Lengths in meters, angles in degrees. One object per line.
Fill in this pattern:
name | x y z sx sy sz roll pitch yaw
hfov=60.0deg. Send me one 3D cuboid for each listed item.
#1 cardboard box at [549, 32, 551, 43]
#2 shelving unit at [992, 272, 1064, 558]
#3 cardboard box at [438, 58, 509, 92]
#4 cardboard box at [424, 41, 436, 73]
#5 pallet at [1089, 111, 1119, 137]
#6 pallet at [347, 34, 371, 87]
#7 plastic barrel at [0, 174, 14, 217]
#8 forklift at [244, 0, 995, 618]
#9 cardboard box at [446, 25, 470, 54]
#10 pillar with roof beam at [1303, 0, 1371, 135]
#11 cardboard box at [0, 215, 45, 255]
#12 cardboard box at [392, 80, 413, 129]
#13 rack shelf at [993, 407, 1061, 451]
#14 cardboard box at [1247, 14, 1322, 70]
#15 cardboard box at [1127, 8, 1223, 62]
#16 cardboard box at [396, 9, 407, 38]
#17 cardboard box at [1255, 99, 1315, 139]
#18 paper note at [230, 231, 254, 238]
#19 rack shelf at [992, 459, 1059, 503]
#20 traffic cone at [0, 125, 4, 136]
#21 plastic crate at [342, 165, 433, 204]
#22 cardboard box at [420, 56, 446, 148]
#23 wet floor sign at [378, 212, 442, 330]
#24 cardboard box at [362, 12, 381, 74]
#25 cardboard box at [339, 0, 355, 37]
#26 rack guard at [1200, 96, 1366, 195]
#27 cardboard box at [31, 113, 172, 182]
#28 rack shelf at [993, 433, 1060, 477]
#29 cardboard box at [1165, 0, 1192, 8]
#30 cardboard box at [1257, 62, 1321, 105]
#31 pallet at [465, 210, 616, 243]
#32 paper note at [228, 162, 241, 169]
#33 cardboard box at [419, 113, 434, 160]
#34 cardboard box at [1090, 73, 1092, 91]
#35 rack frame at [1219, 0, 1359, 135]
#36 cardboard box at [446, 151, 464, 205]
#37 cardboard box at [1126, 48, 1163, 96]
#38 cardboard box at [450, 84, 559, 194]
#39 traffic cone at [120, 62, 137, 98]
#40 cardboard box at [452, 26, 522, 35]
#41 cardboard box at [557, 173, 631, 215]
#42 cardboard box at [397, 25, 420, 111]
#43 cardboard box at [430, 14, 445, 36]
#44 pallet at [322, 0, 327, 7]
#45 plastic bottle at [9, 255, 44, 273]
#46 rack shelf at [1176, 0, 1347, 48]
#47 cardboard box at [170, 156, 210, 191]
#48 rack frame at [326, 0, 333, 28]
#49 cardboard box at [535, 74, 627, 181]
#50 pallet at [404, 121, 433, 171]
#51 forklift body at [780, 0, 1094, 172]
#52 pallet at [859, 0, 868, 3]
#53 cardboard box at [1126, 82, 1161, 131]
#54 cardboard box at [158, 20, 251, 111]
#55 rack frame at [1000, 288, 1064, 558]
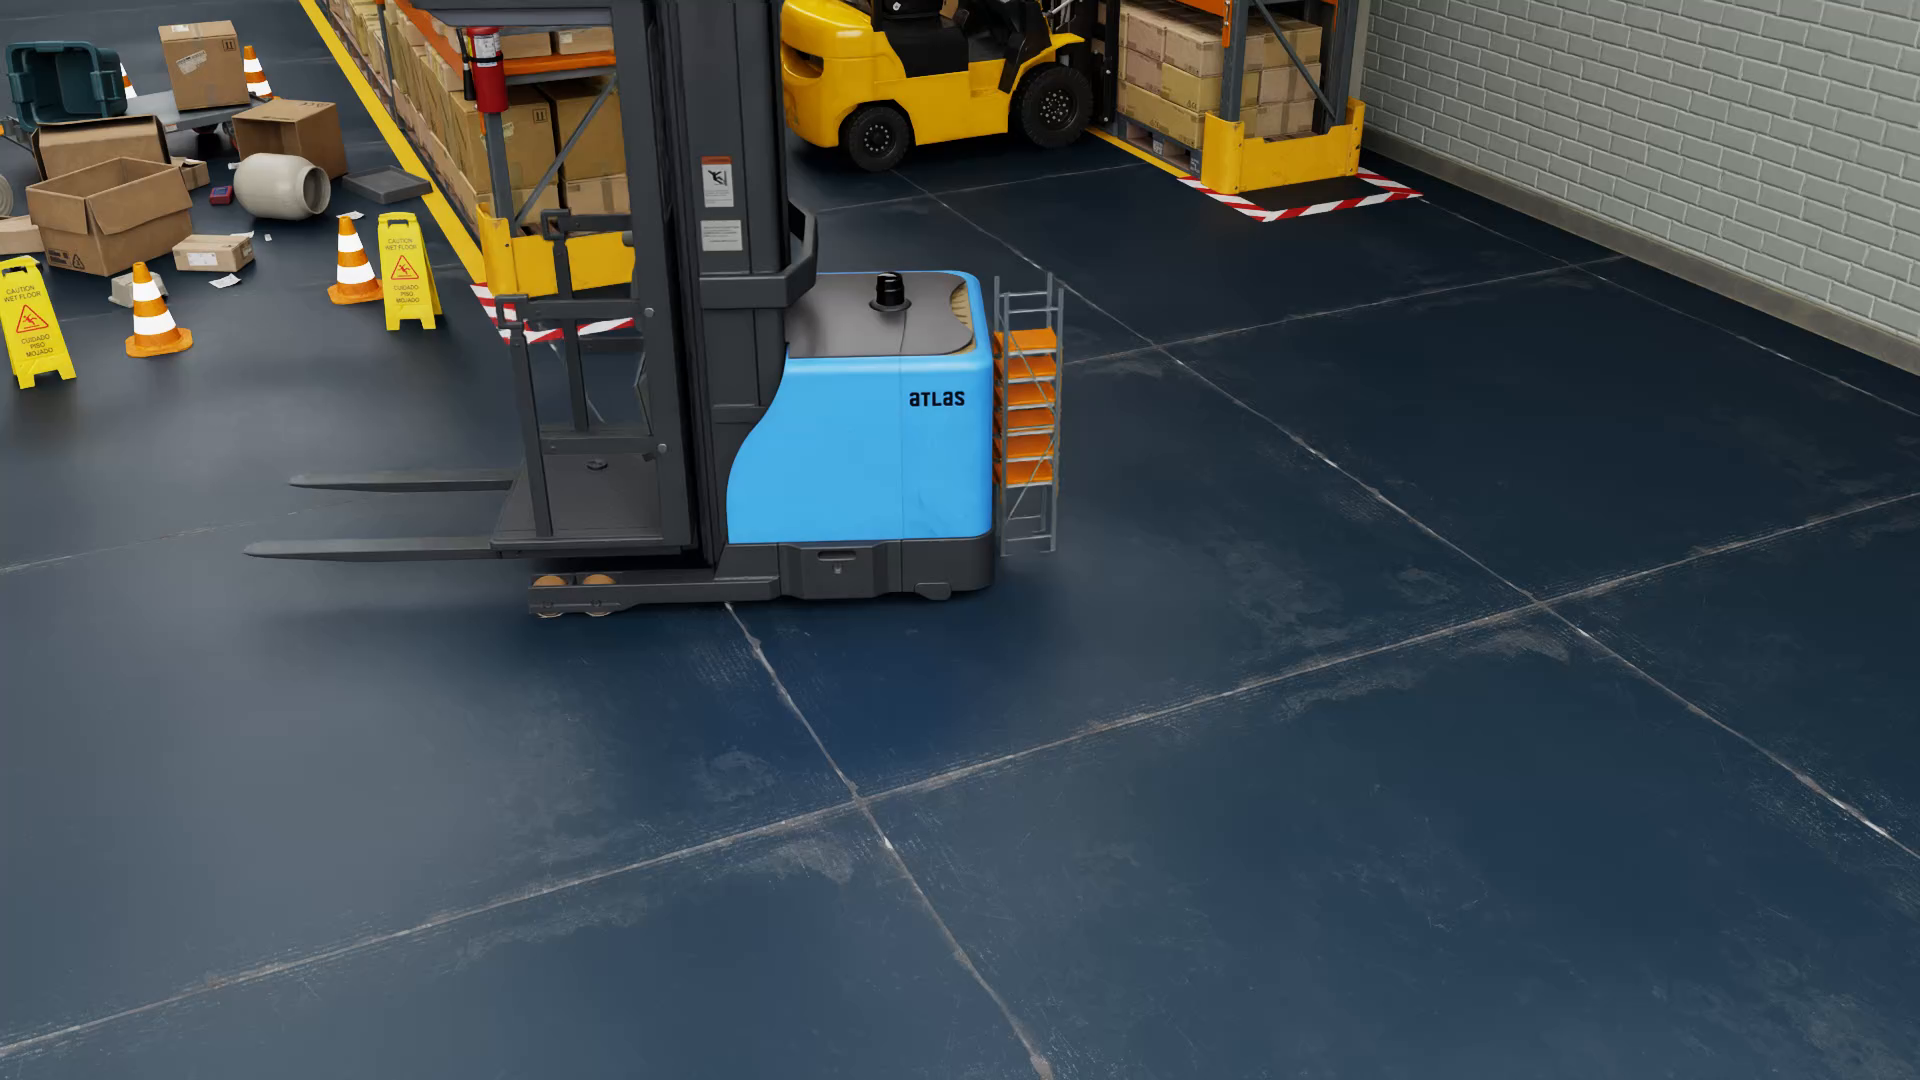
cardboard box | -2.294 -3.049 9.877 0.380 0.149 0.250 -13 32 -21
shelving unit | 0.274 -0.505 6.923 0.258 1.200 0.189 -5 30 -10
cardboard box | -3.012 -2.897 10.302 0.380 0.149 0.250 -12 31 -21
cardboard box | -3.228 -3.126 10.709 0.380 0.149 0.250 -12 31 -20
pallet | 1.382 -3.551 13.367 1.003 0.211 1.213 -13 32 -22
pallet | -4.794 -4.290 14.685 1.003 0.211 1.213 -13 32 -22
plastic barrel | -6.486 -2.236 10.805 0.512 0.421 0.421 7 30 13
forklift | -1.394 -1.232 6.449 3.031 2.935 1.130 -1 29 -3
cardboard box | -2.777 -2.955 9.711 0.380 0.149 0.250 -13 32 -23
pillar with roof beam | -1.105 -6.110 8.945 9.100 9.000 0.400 -13 32 -22
cardboard box | -5.957 -1.974 10.499 0.396 0.266 0.258 -8 30 -13
cardboard box | -3.922 -3.290 12.432 0.500 0.250 0.500 -15 32 -24
rack shelf | 0.274 -0.466 6.945 0.258 0.103 0.180 -5 30 -10
cardboard box | 2.232 -3.572 11.913 0.500 0.250 0.500 -14 32 -23
cardboard box | 1.564 -3.682 12.109 0.500 0.250 0.500 -12 32 -21
cardboard box | -3.700 -3.605 11.564 0.380 0.149 0.250 -12 31 -20
cardboard box | 2.233 -3.142 12.168 0.500 0.250 0.500 -13 32 -22
paper note | -4.647 -1.962 10.730 0.148 0.019 0.142 -3 29 -5
rack shelf | 0.274 -0.256 7.062 0.258 0.103 0.180 -5 30 -10
traffic cone | -7.570 -3.342 12.737 0.336 0.463 0.334 -13 32 -22
plastic crate | -3.998 -2.484 11.598 0.583 0.080 0.402 26 38 38
cardboard box | -3.231 -2.920 11.006 0.500 0.500 0.500 -14 32 -23
wet floor sign | -3.099 -1.521 9.302 0.267 0.644 0.232 -3 29 -5
cardboard box | -4.470 -4.208 13.945 0.950 0.372 0.625 -11 31 -19
cardboard box | -5.091 -4.851 15.092 0.950 0.372 0.625 -14 32 -23
rack guard | 2.278 -2.799 11.731 1.175 0.500 0.348 -13 32 -22
cardboard box | -5.663 -2.482 11.023 0.797 0.637 0.503 -13 32 -22
rack shelf | 0.274 -0.361 7.003 0.258 0.103 0.180 -5 30 -10
cardboard box | 1.809 -4.015 12.703 0.500 0.250 0.500 -13 32 -22
cardboard box | 2.253 -3.353 12.034 0.500 0.250 0.500 -12 32 -21
pallet | -2.563 -2.040 10.672 1.003 0.211 1.213 -13 32 -22
paper note | -5.244 -2.736 12.097 0.148 0.019 0.142 -13 32 -22
cardboard box | -3.452 -2.822 11.598 0.500 0.250 0.500 -14 32 -23
cardboard box | 1.126 -3.694 13.153 0.500 0.250 0.500 -12 31 -20
rack frame | 2.268 -3.900 11.138 1.000 3.000 0.127 -13 32 -22
cardboard box | -3.019 -2.371 10.793 0.500 0.250 0.500 -13 32 -22
cardboard box | 1.571 -3.475 12.251 0.500 0.250 0.500 -13 32 -22
cardboard box | -2.793 -2.466 10.196 0.500 0.500 0.500 -13 32 -22
traffic cone | -6.755 -3.688 13.355 0.336 0.463 0.334 -13 32 -22
cardboard box | -2.696 -3.211 9.504 0.500 0.500 0.500 -14 32 -23
cardboard box | -2.310 -2.254 10.585 0.500 0.250 0.500 -13 32 -22
cardboard box | -3.681 -3.383 11.831 0.500 0.500 0.500 -12 31 -20
cardboard box | -3.005 -3.181 10.112 0.380 0.149 0.250 -13 32 -21
pallet | -5.919 -5.538 16.910 1.003 0.211 1.213 -13 32 -22
plastic bottle | -5.747 -1.692 10.204 0.283 0.061 0.133 26 38 38
rack shelf | 1.409 -4.470 12.890 1.077 0.370 4.000 -13 32 -22
cardboard box | -5.520 -2.620 11.651 0.396 0.266 0.258 13 32 21
rack frame | -5.648 -6.390 15.579 1.000 3.000 0.127 -13 32 -22
cardboard box | -2.321 -2.592 10.420 0.500 0.500 0.500 -14 32 -24
pallet | -3.611 -3.118 12.594 1.003 0.211 1.213 -13 32 -22
forklift body | -0.194 -3.984 12.156 2.313 2.155 1.214 -13 32 -22
pallet | -0.329 -5.308 16.499 1.003 0.211 1.213 -13 32 -22
cardboard box | 1.576 -3.247 12.355 0.500 0.250 0.500 -13 32 -22
cardboard box | -5.526 -3.476 12.164 0.500 0.500 0.500 -13 32 -22
rack frame | 0.291 -0.461 6.845 0.240 1.200 0.006 -5 30 -10
